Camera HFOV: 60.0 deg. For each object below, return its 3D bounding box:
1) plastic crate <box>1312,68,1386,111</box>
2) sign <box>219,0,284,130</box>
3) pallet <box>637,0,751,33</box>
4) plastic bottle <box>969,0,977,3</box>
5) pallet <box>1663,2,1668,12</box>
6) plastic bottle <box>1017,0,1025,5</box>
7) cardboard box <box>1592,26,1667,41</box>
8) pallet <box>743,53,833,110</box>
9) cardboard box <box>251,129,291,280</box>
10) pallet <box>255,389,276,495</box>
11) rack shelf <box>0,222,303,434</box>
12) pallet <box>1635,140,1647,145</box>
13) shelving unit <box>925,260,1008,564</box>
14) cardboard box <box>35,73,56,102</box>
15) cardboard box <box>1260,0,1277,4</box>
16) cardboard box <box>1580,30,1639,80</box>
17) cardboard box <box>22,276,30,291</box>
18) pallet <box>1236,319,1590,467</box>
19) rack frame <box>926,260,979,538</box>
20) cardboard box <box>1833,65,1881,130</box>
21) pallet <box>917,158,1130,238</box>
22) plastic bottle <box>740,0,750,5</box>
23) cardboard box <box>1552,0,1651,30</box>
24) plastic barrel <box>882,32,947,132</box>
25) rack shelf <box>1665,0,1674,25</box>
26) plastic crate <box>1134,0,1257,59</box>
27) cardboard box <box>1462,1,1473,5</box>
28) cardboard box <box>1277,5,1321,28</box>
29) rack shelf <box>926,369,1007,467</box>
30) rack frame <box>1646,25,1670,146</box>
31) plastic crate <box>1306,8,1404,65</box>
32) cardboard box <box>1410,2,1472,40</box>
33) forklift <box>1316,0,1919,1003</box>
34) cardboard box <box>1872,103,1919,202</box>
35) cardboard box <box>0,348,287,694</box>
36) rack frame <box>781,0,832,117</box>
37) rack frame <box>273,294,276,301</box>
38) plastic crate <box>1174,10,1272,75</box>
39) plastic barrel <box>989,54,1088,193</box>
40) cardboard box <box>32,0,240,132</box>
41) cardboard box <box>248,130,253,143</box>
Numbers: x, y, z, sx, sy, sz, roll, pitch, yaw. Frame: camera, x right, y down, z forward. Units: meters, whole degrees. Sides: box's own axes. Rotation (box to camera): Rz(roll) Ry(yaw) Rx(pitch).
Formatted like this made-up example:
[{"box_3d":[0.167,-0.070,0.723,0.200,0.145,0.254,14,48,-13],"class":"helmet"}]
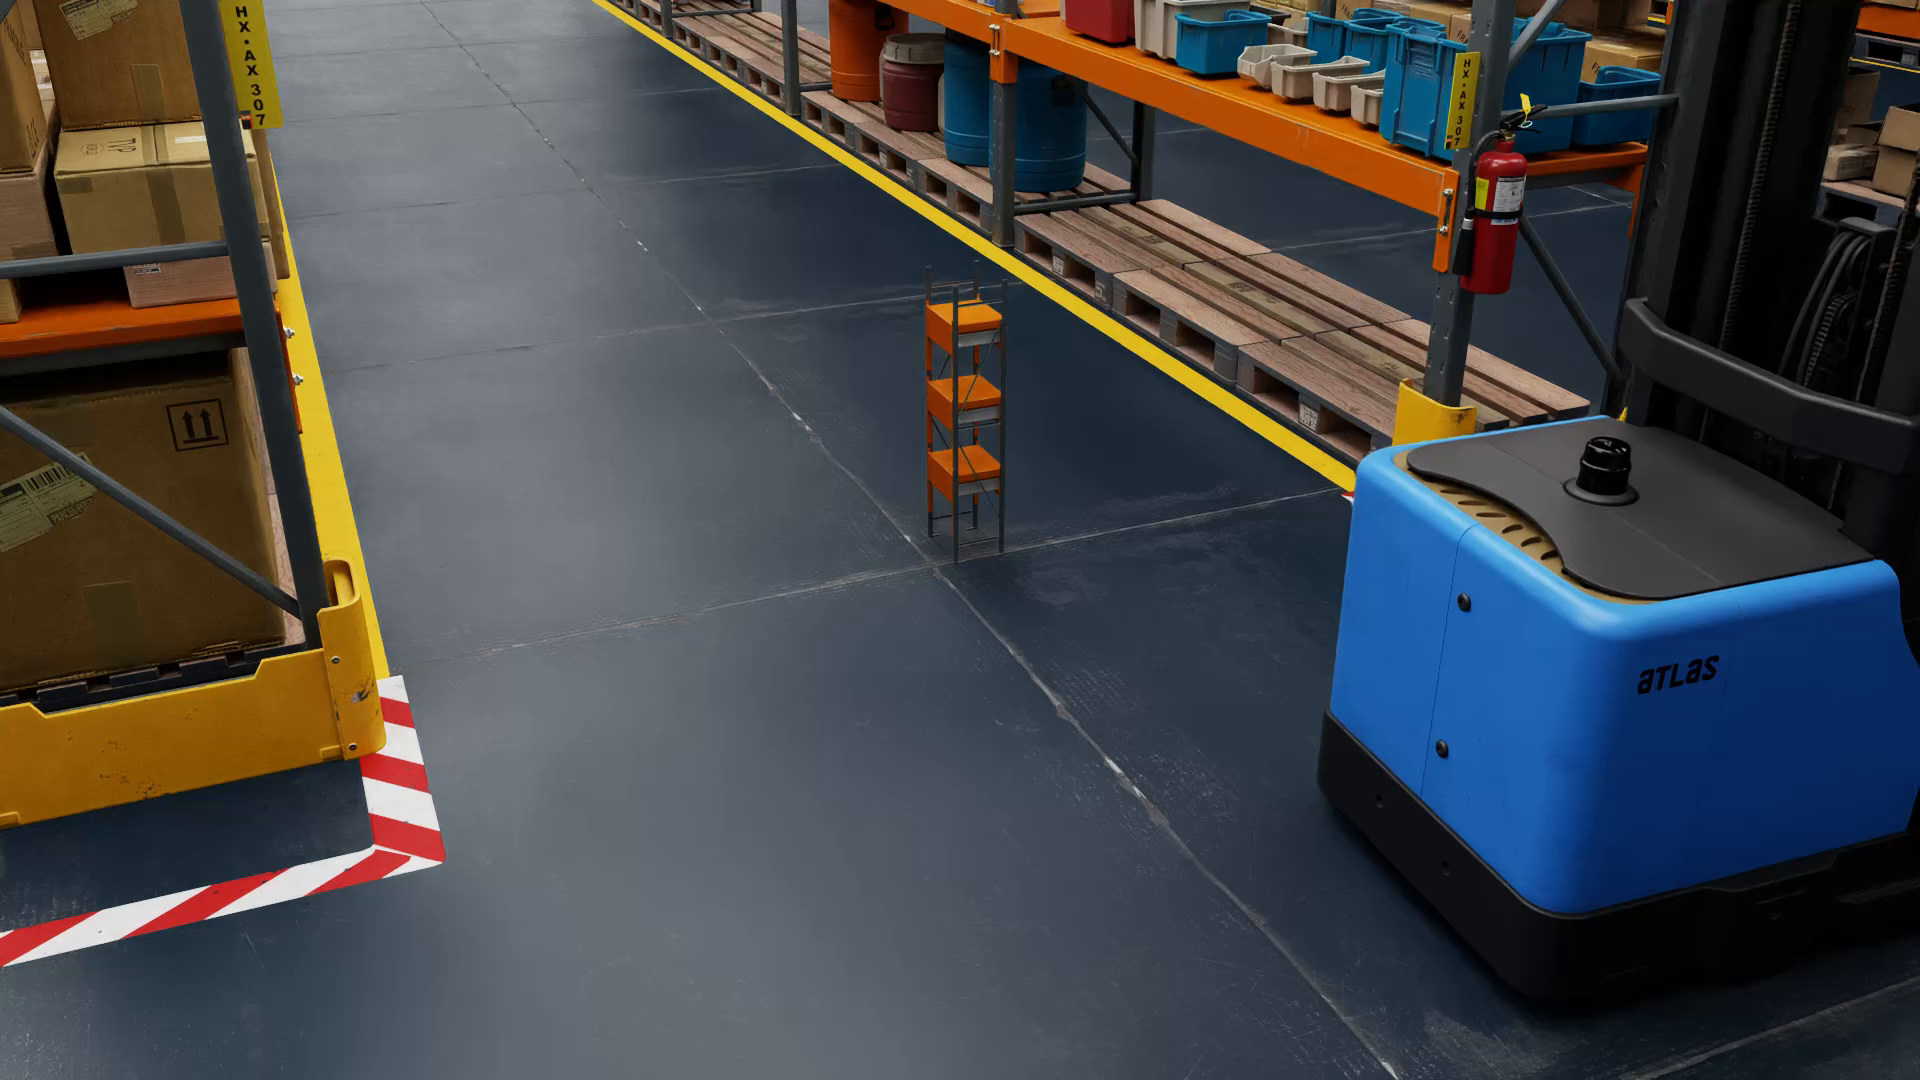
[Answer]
[{"box_3d":[1.653,-1.873,6.899,0.396,0.136,0.243,-11,28,-21],"class":"plastic crate"},{"box_3d":[-1.805,-1.213,4.239,0.100,0.325,0.005,-11,28,-21],"class":"sign"},{"box_3d":[-2.685,-5.417,17.103,1.003,0.211,1.213,-11,28,-21],"class":"pallet"},{"box_3d":[0.088,-3.298,9.720,0.061,0.283,0.133,-11,28,-21],"class":"plastic bottle"},{"box_3d":[7.443,-6.033,18.366,1.003,0.211,1.213,-11,28,-21],"class":"pallet"},{"box_3d":[0.328,-3.205,9.622,0.097,0.201,0.097,0,26,0],"class":"plastic bottle"},{"box_3d":[5.047,-3.536,12.422,0.500,0.500,0.500,-10,28,-20],"class":"cardboard box"},{"box_3d":[-1.162,-3.843,13.880,1.003,0.211,1.213,-11,28,-21],"class":"pallet"},{"box_3d":[-4.154,-1.800,8.460,1.225,0.875,0.875,-10,28,-20],"class":"cardboard box"},{"box_3d":[-3.177,-0.244,6.509,1.003,0.211,1.213,-11,28,-21],"class":"pallet"},{"box_3d":[-3.102,-1.180,6.068,1.077,0.370,4.000,-11,28,-21],"class":"rack shelf"},{"box_3d":[4.878,-3.080,12.318,1.003,0.211,1.213,-11,28,-21],"class":"pallet"},{"box_3d":[0.021,-0.450,5.975,0.215,1.050,0.252,-11,28,-21],"class":"shelving unit"},{"box_3d":[-3.150,-1.322,5.372,0.500,0.250,0.500,-12,28,-22],"class":"cardboard box"},{"box_3d":[3.024,-5.209,15.516,0.500,0.311,0.500,-11,28,-21],"class":"cardboard box"},{"box_3d":[4.589,-3.437,12.218,0.500,0.500,0.500,-10,28,-20],"class":"cardboard box"},{"box_3d":[-2.864,-0.775,4.704,0.380,0.149,0.250,-10,28,-20],"class":"cardboard box"},{"box_3d":[1.952,-0.633,7.307,1.003,0.211,1.213,-11,28,-21],"class":"pallet"},{"box_3d":[-0.027,-0.499,6.076,0.200,1.050,0.008,-11,28,-21],"class":"rack frame"},{"box_3d":[5.716,-2.904,11.127,0.500,0.500,0.500,-11,28,-21],"class":"cardboard box"},{"box_3d":[0.409,-2.227,10.571,1.003,0.211,1.213,-11,28,-21],"class":"pallet"},{"box_3d":[-2.182,-5.567,16.841,0.097,0.271,0.097,0,26,0],"class":"plastic bottle"},{"box_3d":[4.875,-4.064,12.647,0.500,0.250,0.500,-11,28,-20],"class":"cardboard box"},{"box_3d":[-0.244,-3.231,11.719,0.600,0.588,0.708,-11,28,-21],"class":"plastic barrel"},{"box_3d":[4.448,-4.495,12.858,1.077,0.370,4.000,-11,28,-21],"class":"rack shelf"},{"box_3d":[1.101,-2.487,7.992,0.437,0.282,0.530,-11,28,-21],"class":"plastic crate"},{"box_3d":[4.450,-4.154,13.687,0.500,0.500,0.500,-12,28,-22],"class":"cardboard box"},{"box_3d":[3.235,-4.750,15.215,0.500,0.250,0.500,-10,28,-19],"class":"cardboard box"},{"box_3d":[0.021,-0.441,5.980,0.215,0.259,0.240,-11,28,-21],"class":"rack shelf"},{"box_3d":[5.232,-4.011,11.047,1.000,3.000,0.127,-11,28,-21],"class":"rack frame"},{"box_3d":[1.812,-2.308,7.680,0.416,0.233,0.300,-11,28,-21],"class":"plastic crate"},{"box_3d":[3.983,-4.054,13.482,0.500,0.500,0.500,-11,28,-21],"class":"cardboard box"},{"box_3d":[2.579,-0.603,4.144,3.031,2.935,1.130,-9,27,-18],"class":"forklift"},{"box_3d":[5.972,-2.330,9.946,0.797,0.503,0.637,-11,28,-21],"class":"cardboard box"},{"box_3d":[-2.643,-0.174,5.131,0.875,0.875,0.875,-11,28,-21],"class":"cardboard box"},{"box_3d":[-0.894,-4.777,12.614,1.000,3.000,0.127,-11,28,-21],"class":"rack frame"},{"box_3d":[-3.885,-2.311,7.564,1.000,3.000,0.127,-11,28,-21],"class":"rack frame"},{"box_3d":[1.199,-2.284,7.631,0.416,0.233,0.300,-11,28,-21],"class":"plastic crate"},{"box_3d":[0.475,-2.630,10.131,0.600,0.901,0.708,-11,28,-21],"class":"plastic barrel"},{"box_3d":[-2.454,-1.541,4.965,0.500,0.500,0.500,-11,28,-22],"class":"cardboard box"},{"box_3d":[-2.661,-1.415,5.560,0.500,0.250,0.500,-12,28,-22],"class":"cardboard box"}]
